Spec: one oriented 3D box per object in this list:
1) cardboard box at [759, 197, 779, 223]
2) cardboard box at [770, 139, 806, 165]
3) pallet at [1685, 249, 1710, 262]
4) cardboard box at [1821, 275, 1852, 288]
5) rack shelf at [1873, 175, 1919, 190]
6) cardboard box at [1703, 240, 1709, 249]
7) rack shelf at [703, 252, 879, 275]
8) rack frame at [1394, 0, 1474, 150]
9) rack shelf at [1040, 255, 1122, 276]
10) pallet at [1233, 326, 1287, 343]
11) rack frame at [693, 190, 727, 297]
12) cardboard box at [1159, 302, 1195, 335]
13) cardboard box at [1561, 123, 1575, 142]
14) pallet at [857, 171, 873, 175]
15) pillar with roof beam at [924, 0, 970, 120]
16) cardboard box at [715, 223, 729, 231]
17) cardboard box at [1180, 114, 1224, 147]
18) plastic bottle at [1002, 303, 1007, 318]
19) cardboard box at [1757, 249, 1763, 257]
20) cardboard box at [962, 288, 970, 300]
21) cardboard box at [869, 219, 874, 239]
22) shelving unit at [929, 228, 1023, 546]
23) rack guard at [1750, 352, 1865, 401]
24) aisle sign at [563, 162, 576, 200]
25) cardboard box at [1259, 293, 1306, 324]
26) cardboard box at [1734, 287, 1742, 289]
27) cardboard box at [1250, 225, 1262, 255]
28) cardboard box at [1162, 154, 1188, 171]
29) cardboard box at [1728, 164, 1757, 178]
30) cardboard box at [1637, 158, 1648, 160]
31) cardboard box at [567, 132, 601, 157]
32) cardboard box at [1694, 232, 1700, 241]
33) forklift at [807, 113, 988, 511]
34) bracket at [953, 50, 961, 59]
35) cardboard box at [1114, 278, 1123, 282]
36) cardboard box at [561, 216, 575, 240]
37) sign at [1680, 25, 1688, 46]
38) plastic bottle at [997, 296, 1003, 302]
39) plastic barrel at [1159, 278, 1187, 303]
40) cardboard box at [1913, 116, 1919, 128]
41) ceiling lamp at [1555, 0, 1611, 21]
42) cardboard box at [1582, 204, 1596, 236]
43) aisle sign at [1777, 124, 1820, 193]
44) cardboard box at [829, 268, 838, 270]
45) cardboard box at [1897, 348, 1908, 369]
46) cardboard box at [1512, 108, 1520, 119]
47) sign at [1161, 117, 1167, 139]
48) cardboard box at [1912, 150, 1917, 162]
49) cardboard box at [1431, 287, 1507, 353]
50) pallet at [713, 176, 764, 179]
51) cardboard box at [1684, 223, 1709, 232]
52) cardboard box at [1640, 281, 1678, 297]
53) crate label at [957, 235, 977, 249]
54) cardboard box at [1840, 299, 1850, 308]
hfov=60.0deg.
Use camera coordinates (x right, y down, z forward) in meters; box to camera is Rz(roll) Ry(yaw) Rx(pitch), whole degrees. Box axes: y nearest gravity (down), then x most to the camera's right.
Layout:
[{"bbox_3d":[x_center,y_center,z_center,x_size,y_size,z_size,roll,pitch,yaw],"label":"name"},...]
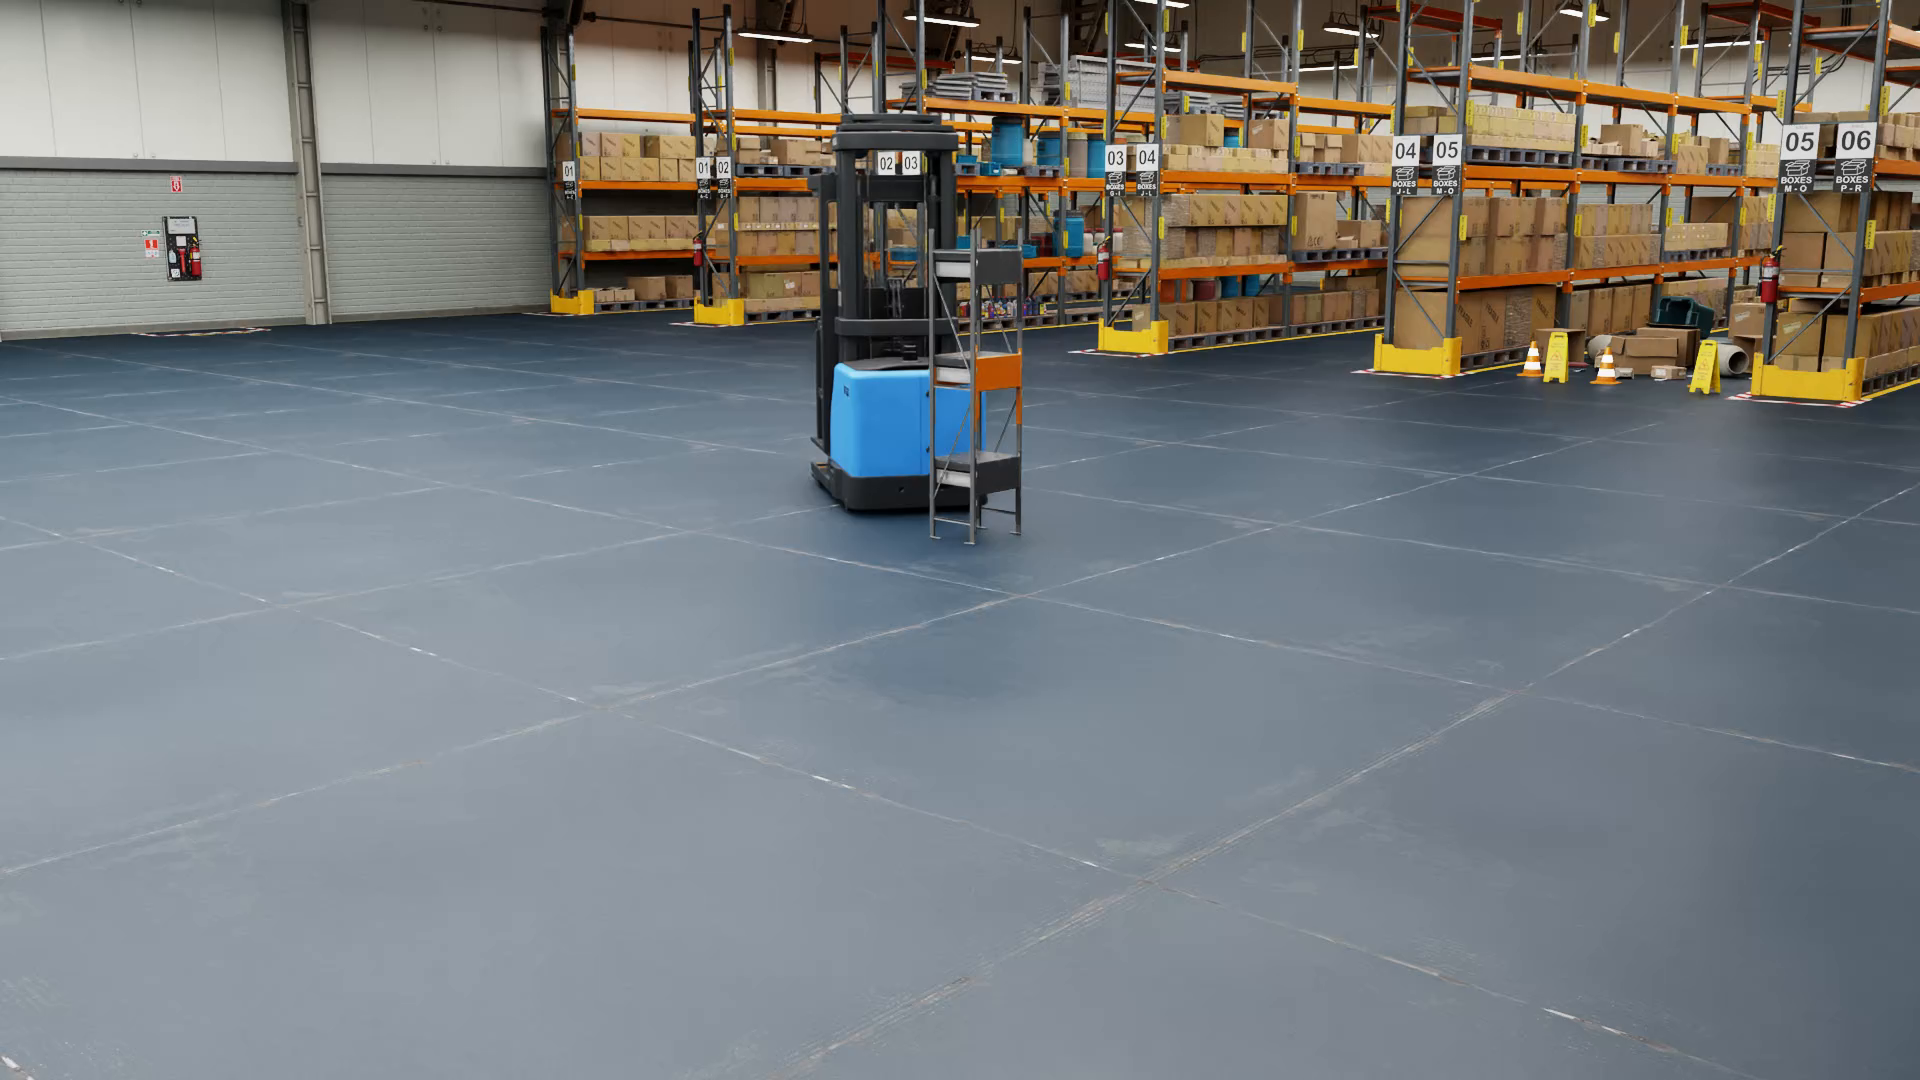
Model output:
[{"bbox_3d":[-4.042,-6.589,33.179,0.700,0.500,0.500,9,15,39],"label":"cardboard box"},{"bbox_3d":[-3.436,-7.754,33.238,0.500,0.500,0.500,10,15,40],"label":"cardboard box"},{"bbox_3d":[12.917,-5.192,30.246,1.003,0.211,1.213,10,15,40],"label":"pallet"},{"bbox_3d":[10.525,-3.088,19.861,0.380,0.149,0.250,10,15,41],"label":"cardboard box"},{"bbox_3d":[14.106,-5.189,23.916,1.077,0.370,4.000,10,15,40],"label":"rack shelf"},{"bbox_3d":[13.486,-5.424,30.485,0.380,0.149,0.250,9,14,38],"label":"cardboard box"},{"bbox_3d":[-3.418,-5.692,34.094,1.077,0.370,4.000,10,15,40],"label":"rack shelf"},{"bbox_3d":[6.360,-6.755,22.262,1.000,3.000,0.127,10,15,40],"label":"rack frame"},{"bbox_3d":[2.941,-5.639,33.831,1.077,0.370,4.000,10,15,40],"label":"rack shelf"},{"bbox_3d":[4.924,-3.587,28.837,1.003,0.211,1.213,10,15,40],"label":"pallet"},{"bbox_3d":[-5.821,-6.979,38.701,1.000,3.000,0.127,10,15,40],"label":"rack frame"},{"bbox_3d":[3.494,-3.631,27.250,0.500,0.500,0.500,-7,13,-33],"label":"cardboard box"},{"bbox_3d":[8.868,-6.094,24.908,0.500,0.250,0.500,10,15,40],"label":"cardboard box"},{"bbox_3d":[-1.525,-7.848,35.880,0.805,0.209,1.217,9,14,38],"label":"pallet"},{"bbox_3d":[2.506,-10.756,42.295,9.100,9.000,0.548,10,15,40],"label":"pillar with roof beam"},{"bbox_3d":[-4.629,-6.198,32.882,0.380,0.149,0.250,9,15,39],"label":"cardboard box"},{"bbox_3d":[3.884,-6.564,26.672,0.500,0.500,0.500,10,15,40],"label":"cardboard box"},{"bbox_3d":[0.837,-4.309,31.175,0.097,0.271,0.097,0,11,0],"label":"plastic bottle"},{"bbox_3d":[15.547,-5.655,32.712,0.380,0.149,0.250,11,15,43],"label":"cardboard box"},{"bbox_3d":[0.041,-5.600,37.744,0.500,0.250,0.500,10,15,40],"label":"cardboard box"},{"bbox_3d":[-2.315,-7.886,42.178,0.500,0.500,0.500,10,15,42],"label":"cardboard box"},{"bbox_3d":[0.109,-1.054,11.334,0.431,2.100,0.503,10,15,40],"label":"shelving unit"},{"bbox_3d":[10.195,-1.973,20.021,1.175,0.500,0.348,10,15,40],"label":"rack guard"},{"bbox_3d":[-8.284,-7.616,35.252,0.394,0.787,0.004,10,15,40],"label":"aisle sign"},{"bbox_3d":[5.763,-4.135,29.722,0.700,0.500,0.500,8,14,36],"label":"cardboard box"},{"bbox_3d":[15.675,-5.070,33.832,0.380,0.149,0.250,11,15,43],"label":"cardboard box"},{"bbox_3d":[4.641,-5.125,28.406,0.875,0.500,0.500,10,15,40],"label":"cardboard box"},{"bbox_3d":[3.213,-5.904,26.043,0.500,0.250,0.500,10,15,42],"label":"cardboard box"},{"bbox_3d":[14.785,-7.010,31.580,0.500,0.250,0.500,11,16,43],"label":"cardboard box"},{"bbox_3d":[11.827,-6.627,29.024,0.500,0.500,0.500,10,15,40],"label":"cardboard box"},{"bbox_3d":[-8.025,-8.436,35.477,0.500,0.500,0.500,8,14,36],"label":"cardboard box"},{"bbox_3d":[13.135,-5.494,30.074,0.380,0.149,0.250,11,15,42],"label":"cardboard box"},{"bbox_3d":[-0.621,-1.896,13.427,1.130,2.935,3.031,-3,12,-13],"label":"forklift"},{"bbox_3d":[-0.187,-13.093,44.805,0.235,0.232,0.430,10,15,40],"label":"bracket"},{"bbox_3d":[3.841,-6.644,42.766,0.500,0.311,0.500,10,15,40],"label":"cardboard box"},{"bbox_3d":[-8.310,-6.791,36.178,0.500,0.500,0.500,10,15,40],"label":"cardboard box"},{"bbox_3d":[12.060,-8.396,27.692,0.100,0.325,0.005,10,15,40],"label":"sign"},{"bbox_3d":[0.776,-4.550,32.178,0.144,0.351,0.185,10,15,42],"label":"plastic bottle"},{"bbox_3d":[4.571,-5.502,35.777,0.600,0.830,0.708,10,15,40],"label":"plastic barrel"},{"bbox_3d":[11.788,-5.200,20.741,0.380,0.149,0.250,10,15,41],"label":"cardboard box"},{"bbox_3d":[12.141,-11.560,31.416,0.800,3.185,2.000,10,15,40],"label":"ceiling lamp"},{"bbox_3d":[9.662,-5.091,26.438,0.700,0.500,0.500,9,15,39],"label":"cardboard box"},{"bbox_3d":[9.886,-4.491,19.607,0.394,0.787,0.004,10,15,40],"label":"aisle sign"},{"bbox_3d":[-2.639,-5.536,35.513,0.500,0.500,0.500,10,15,40],"label":"cardboard box"},{"bbox_3d":[11.914,-2.358,21.515,0.500,0.250,0.500,10,15,41],"label":"cardboard box"},{"bbox_3d":[7.659,-6.002,23.427,0.380,0.149,0.250,10,15,40],"label":"cardboard box"},{"bbox_3d":[3.108,-6.299,25.404,0.100,0.325,0.005,10,15,40],"label":"sign"},{"bbox_3d":[11.881,-4.861,21.082,0.380,0.149,0.250,10,15,42],"label":"cardboard box"},{"bbox_3d":[7.337,-3.215,24.209,0.875,0.875,0.875,9,15,39],"label":"cardboard box"},{"bbox_3d":[-5.334,-8.435,38.811,1.213,0.211,1.003,10,15,40],"label":"pallet"},{"bbox_3d":[13.476,-5.717,30.433,0.380,0.149,0.250,9,14,39],"label":"cardboard box"},{"bbox_3d":[12.278,-4.408,29.224,0.500,0.250,0.500,9,14,38],"label":"cardboard box"},{"bbox_3d":[-0.008,-5.433,30.869,0.502,0.435,0.616,10,15,40],"label":"crate label"},{"bbox_3d":[11.552,-3.141,21.865,0.380,0.149,0.250,11,16,44],"label":"cardboard box"}]
